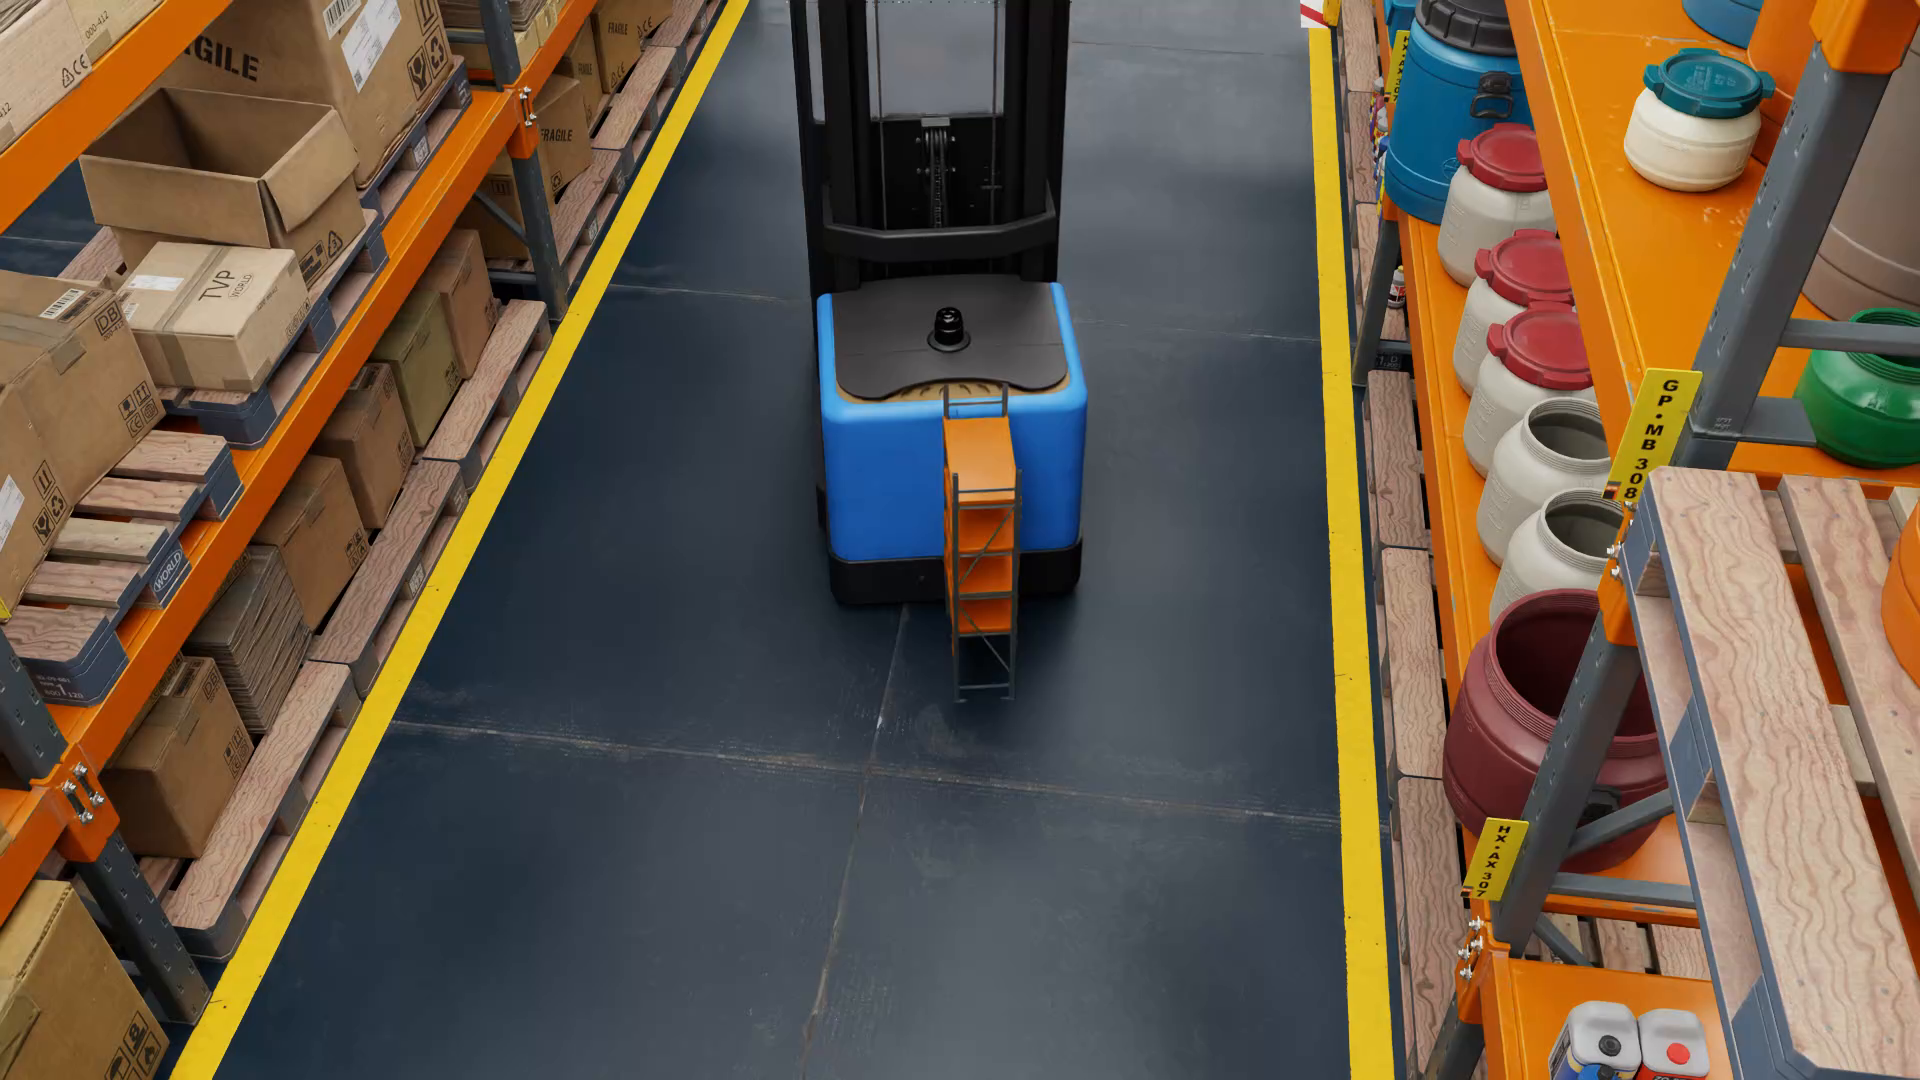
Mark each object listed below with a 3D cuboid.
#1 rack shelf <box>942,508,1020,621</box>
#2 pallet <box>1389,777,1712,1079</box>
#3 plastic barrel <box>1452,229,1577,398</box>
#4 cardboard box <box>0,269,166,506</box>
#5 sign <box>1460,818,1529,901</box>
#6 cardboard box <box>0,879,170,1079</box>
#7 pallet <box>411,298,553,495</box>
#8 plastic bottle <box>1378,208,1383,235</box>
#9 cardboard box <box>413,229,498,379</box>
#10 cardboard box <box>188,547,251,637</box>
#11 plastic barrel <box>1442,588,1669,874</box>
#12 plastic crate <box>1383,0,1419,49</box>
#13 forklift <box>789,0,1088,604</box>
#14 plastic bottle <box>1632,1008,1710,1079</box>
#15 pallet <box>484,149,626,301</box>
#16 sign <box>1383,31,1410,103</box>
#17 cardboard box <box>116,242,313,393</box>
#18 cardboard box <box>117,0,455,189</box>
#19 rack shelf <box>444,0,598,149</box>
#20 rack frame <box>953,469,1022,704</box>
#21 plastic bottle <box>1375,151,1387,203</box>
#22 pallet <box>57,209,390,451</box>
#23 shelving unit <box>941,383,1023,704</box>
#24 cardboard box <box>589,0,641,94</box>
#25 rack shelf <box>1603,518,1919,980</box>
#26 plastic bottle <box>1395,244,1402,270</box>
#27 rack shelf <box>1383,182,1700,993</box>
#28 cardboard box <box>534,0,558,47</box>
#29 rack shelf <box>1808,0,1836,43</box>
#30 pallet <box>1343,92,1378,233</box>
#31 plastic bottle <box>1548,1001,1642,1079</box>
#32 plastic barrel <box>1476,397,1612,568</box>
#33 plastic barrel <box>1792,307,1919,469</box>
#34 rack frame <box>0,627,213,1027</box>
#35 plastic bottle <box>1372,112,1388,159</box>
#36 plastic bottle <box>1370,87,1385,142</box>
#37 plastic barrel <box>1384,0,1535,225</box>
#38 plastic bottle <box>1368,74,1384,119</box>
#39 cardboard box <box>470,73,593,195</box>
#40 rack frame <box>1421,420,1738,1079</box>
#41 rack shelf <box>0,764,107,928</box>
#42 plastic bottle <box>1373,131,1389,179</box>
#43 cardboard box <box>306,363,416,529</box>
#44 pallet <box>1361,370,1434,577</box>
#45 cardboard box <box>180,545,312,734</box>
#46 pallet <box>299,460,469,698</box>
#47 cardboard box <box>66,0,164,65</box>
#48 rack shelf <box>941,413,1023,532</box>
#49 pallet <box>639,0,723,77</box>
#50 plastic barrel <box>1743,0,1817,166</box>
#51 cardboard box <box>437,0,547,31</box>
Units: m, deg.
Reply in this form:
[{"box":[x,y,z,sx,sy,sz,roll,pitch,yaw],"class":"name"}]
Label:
[{"box":[0.076,0.083,6.410,0.258,0.148,0.480,-3,44,-3],"class":"rack shelf"},{"box":[2.013,1.388,5.652,1.003,0.211,1.213,5,44,6],"class":"pallet"},{"box":[1.960,-0.743,5.776,0.433,0.535,0.433,0,43,0],"class":"plastic barrel"},{"box":[-3.031,-0.500,5.240,0.700,0.500,0.500,11,45,12],"class":"cardboard box"},{"box":[1.325,0.796,4.131,0.100,0.325,0.005,5,44,6],"class":"sign"},{"box":[-3.150,1.538,4.707,1.225,0.875,0.875,3,44,4],"class":"cardboard box"},{"box":[-2.610,-0.733,7.892,1.003,0.211,1.213,5,44,6],"class":"pallet"},{"box":[2.206,-1.710,8.552,0.061,0.283,0.133,8,44,8],"class":"plastic bottle"},{"box":[-2.611,-1.112,7.763,0.700,0.500,0.500,2,43,2],"class":"cardboard box"},{"box":[-2.919,0.104,5.933,0.500,0.250,0.500,10,44,10],"class":"cardboard box"},{"box":[1.633,0.507,4.456,0.600,0.536,0.708,5,44,6],"class":"plastic barrel"},{"box":[2.278,-2.551,7.892,0.499,0.251,0.616,5,44,6],"class":"plastic crate"},{"box":[-0.139,-1.807,7.049,1.130,2.935,3.031,-3,44,-4],"class":"forklift"},{"box":[1.645,1.225,3.887,0.152,0.276,0.135,5,44,6],"class":"plastic bottle"},{"box":[-2.455,-1.724,8.940,1.003,0.211,1.213,5,44,6],"class":"pallet"},{"box":[1.857,-1.984,6.984,0.100,0.325,0.005,5,44,6],"class":"sign"},{"box":[-2.588,-0.769,5.707,0.500,0.250,0.500,4,44,4],"class":"cardboard box"},{"box":[-2.753,-2.118,6.585,1.000,1.000,1.000,6,44,6],"class":"cardboard box"},{"box":[-2.245,-3.378,9.181,1.077,0.370,4.000,5,44,6],"class":"rack shelf"},{"box":[0.094,0.201,6.187,0.240,1.200,0.015,-3,44,-3],"class":"rack frame"},{"box":[2.293,-1.923,8.782,0.152,0.276,0.135,6,44,6],"class":"plastic bottle"},{"box":[-2.817,-0.833,6.110,1.003,0.211,1.213,5,44,6],"class":"pallet"},{"box":[0.076,0.034,6.364,0.258,1.200,0.503,-3,44,-3],"class":"shelving unit"},{"box":[-2.226,-2.987,9.758,0.500,0.500,0.500,9,44,9],"class":"cardboard box"},{"box":[1.607,1.435,1.916,1.077,0.370,4.000,5,44,6],"class":"rack shelf"},{"box":[2.137,-1.357,8.179,0.061,0.283,0.133,7,44,8],"class":"plastic bottle"},{"box":[2.136,-0.201,5.827,1.077,0.370,4.000,5,44,6],"class":"rack shelf"},{"box":[-2.136,-2.473,7.885,0.380,0.149,0.250,5,44,6],"class":"cardboard box"},{"box":[2.136,-2.235,3.901,1.077,0.370,4.000,5,44,6],"class":"rack shelf"},{"box":[2.689,-2.101,9.337,1.003,0.211,1.213,5,44,6],"class":"pallet"},{"box":[1.494,1.211,3.902,0.152,0.276,0.135,5,44,6],"class":"plastic bottle"},{"box":[1.852,-0.148,5.165,0.421,0.512,0.421,0,43,0],"class":"plastic barrel"},{"box":[1.854,-0.305,3.344,0.294,0.245,0.294,0,43,0],"class":"plastic barrel"},{"box":[-3.038,0.450,4.615,1.000,3.000,0.127,5,44,6],"class":"rack frame"},{"box":[2.322,-2.212,9.091,0.097,0.271,0.097,0,43,0],"class":"plastic bottle"},{"box":[2.333,-2.365,9.244,0.061,0.283,0.133,6,44,6],"class":"plastic bottle"},{"box":[2.049,-1.772,6.597,0.600,0.901,0.708,5,44,6],"class":"plastic barrel"},{"box":[2.381,-2.514,9.410,0.097,0.271,0.097,0,43,0],"class":"plastic bottle"},{"box":[-2.348,-2.181,8.906,0.500,0.500,0.500,19,46,19],"class":"cardboard box"},{"box":[1.872,0.900,4.140,1.000,3.000,0.127,5,44,6],"class":"rack frame"},{"box":[-3.302,2.074,3.423,1.077,0.370,4.000,5,44,6],"class":"rack shelf"},{"box":[2.295,-2.074,8.945,0.097,0.271,0.097,0,43,0],"class":"plastic bottle"},{"box":[-2.767,-0.407,7.018,0.700,0.500,0.500,2,43,2],"class":"cardboard box"},{"box":[2.335,-0.274,7.409,1.003,0.211,1.213,5,44,6],"class":"pallet"},{"box":[-2.908,0.360,6.208,0.700,0.500,0.500,2,43,2],"class":"cardboard box"},{"box":[-2.769,0.101,7.012,1.003,0.211,1.213,5,44,6],"class":"pallet"},{"box":[-2.597,-1.583,4.690,0.500,0.250,0.500,6,44,6],"class":"cardboard box"},{"box":[0.076,-0.251,6.093,0.258,0.148,0.480,-3,44,-3],"class":"rack shelf"},{"box":[-2.133,-3.387,10.696,1.003,0.211,1.213,5,44,6],"class":"pallet"},{"box":[2.282,-1.331,4.002,0.600,0.830,0.708,5,44,6],"class":"plastic barrel"},{"box":[-2.388,-2.721,7.676,0.875,0.500,0.500,5,44,6],"class":"cardboard box"}]
